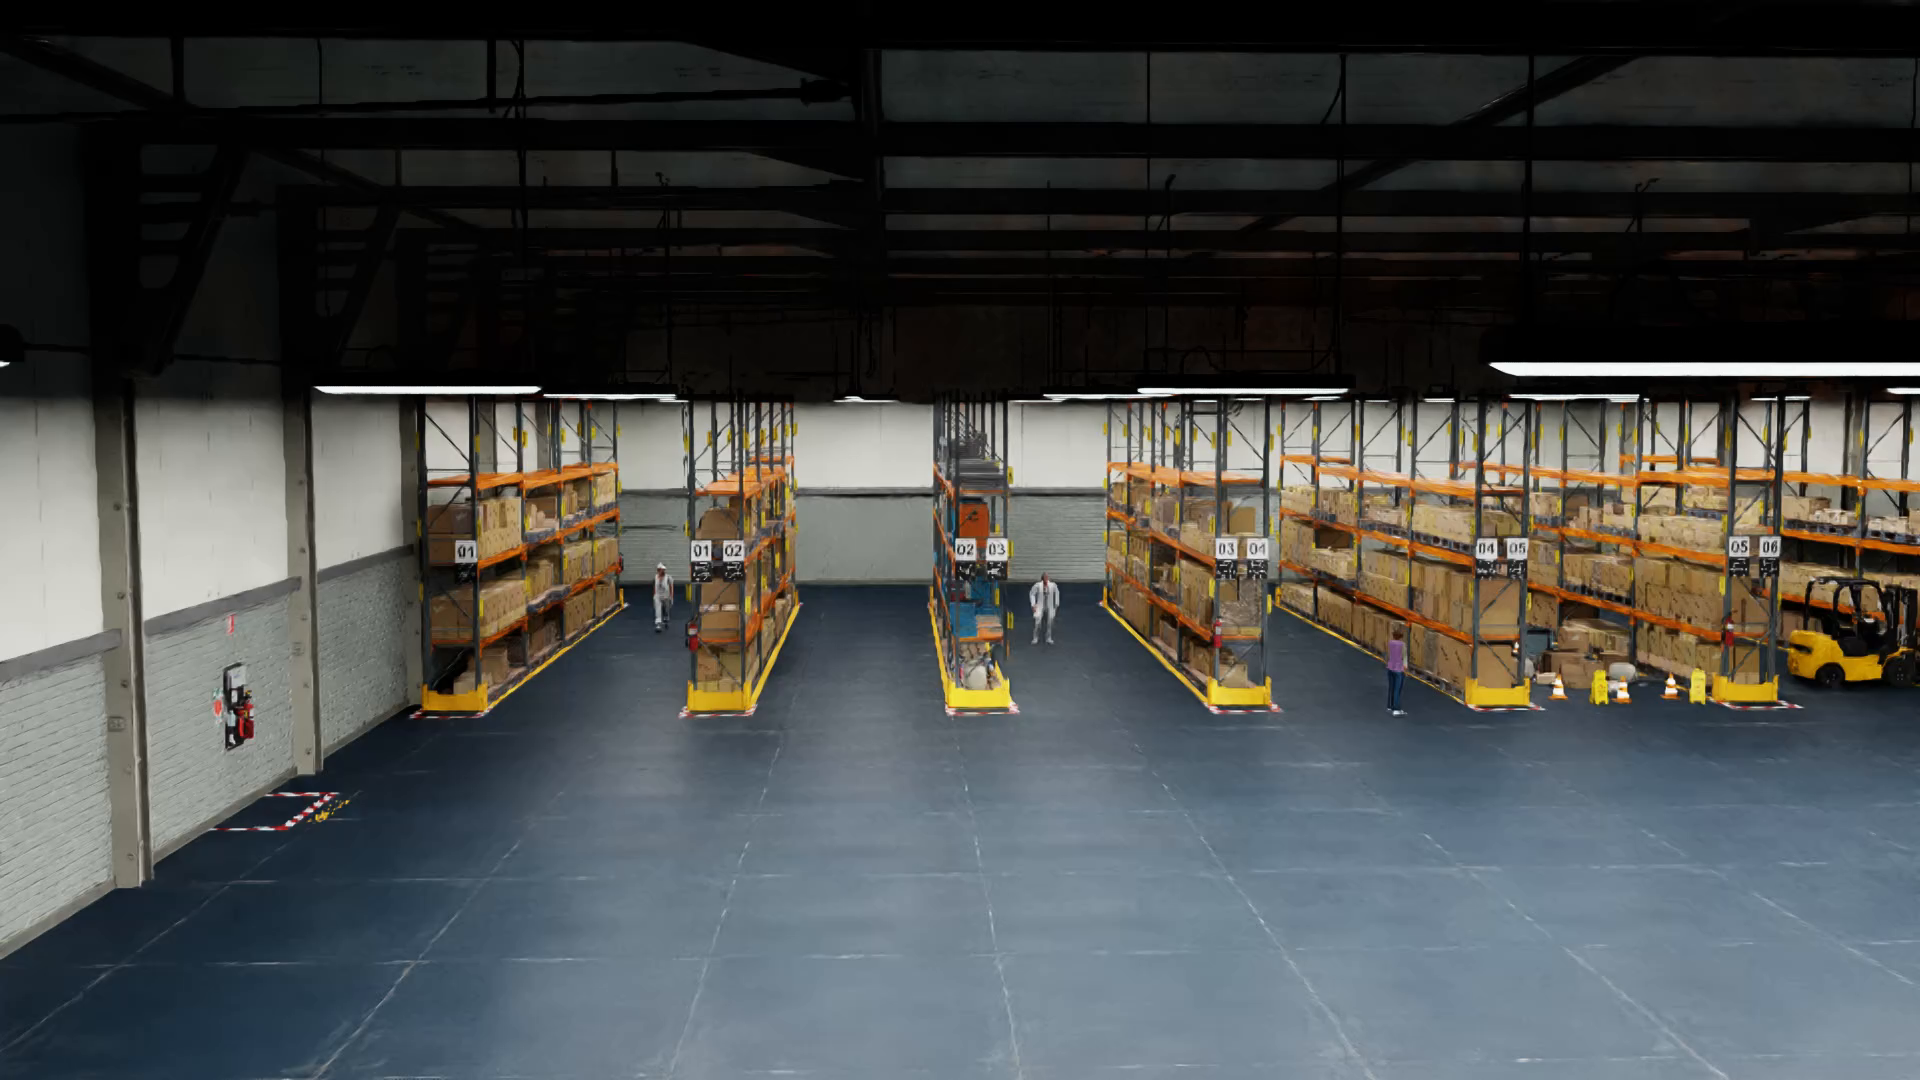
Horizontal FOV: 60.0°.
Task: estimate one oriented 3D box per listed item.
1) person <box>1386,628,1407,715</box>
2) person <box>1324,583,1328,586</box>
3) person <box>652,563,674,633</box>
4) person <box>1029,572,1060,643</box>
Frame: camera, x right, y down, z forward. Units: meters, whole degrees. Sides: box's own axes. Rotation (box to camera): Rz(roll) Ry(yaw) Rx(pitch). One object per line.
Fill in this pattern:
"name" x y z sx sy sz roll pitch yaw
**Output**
"person" 8.068 2.413 30.666 0.405 1.600 0.468 -3 6 -34
"person" 11.299 0.621 52.085 0.622 1.721 0.955 2 5 22
"person" -7.482 1.443 41.858 0.565 1.736 1.045 0 5 -3
"person" 2.018 1.618 39.813 0.729 1.732 0.546 0 5 -4
